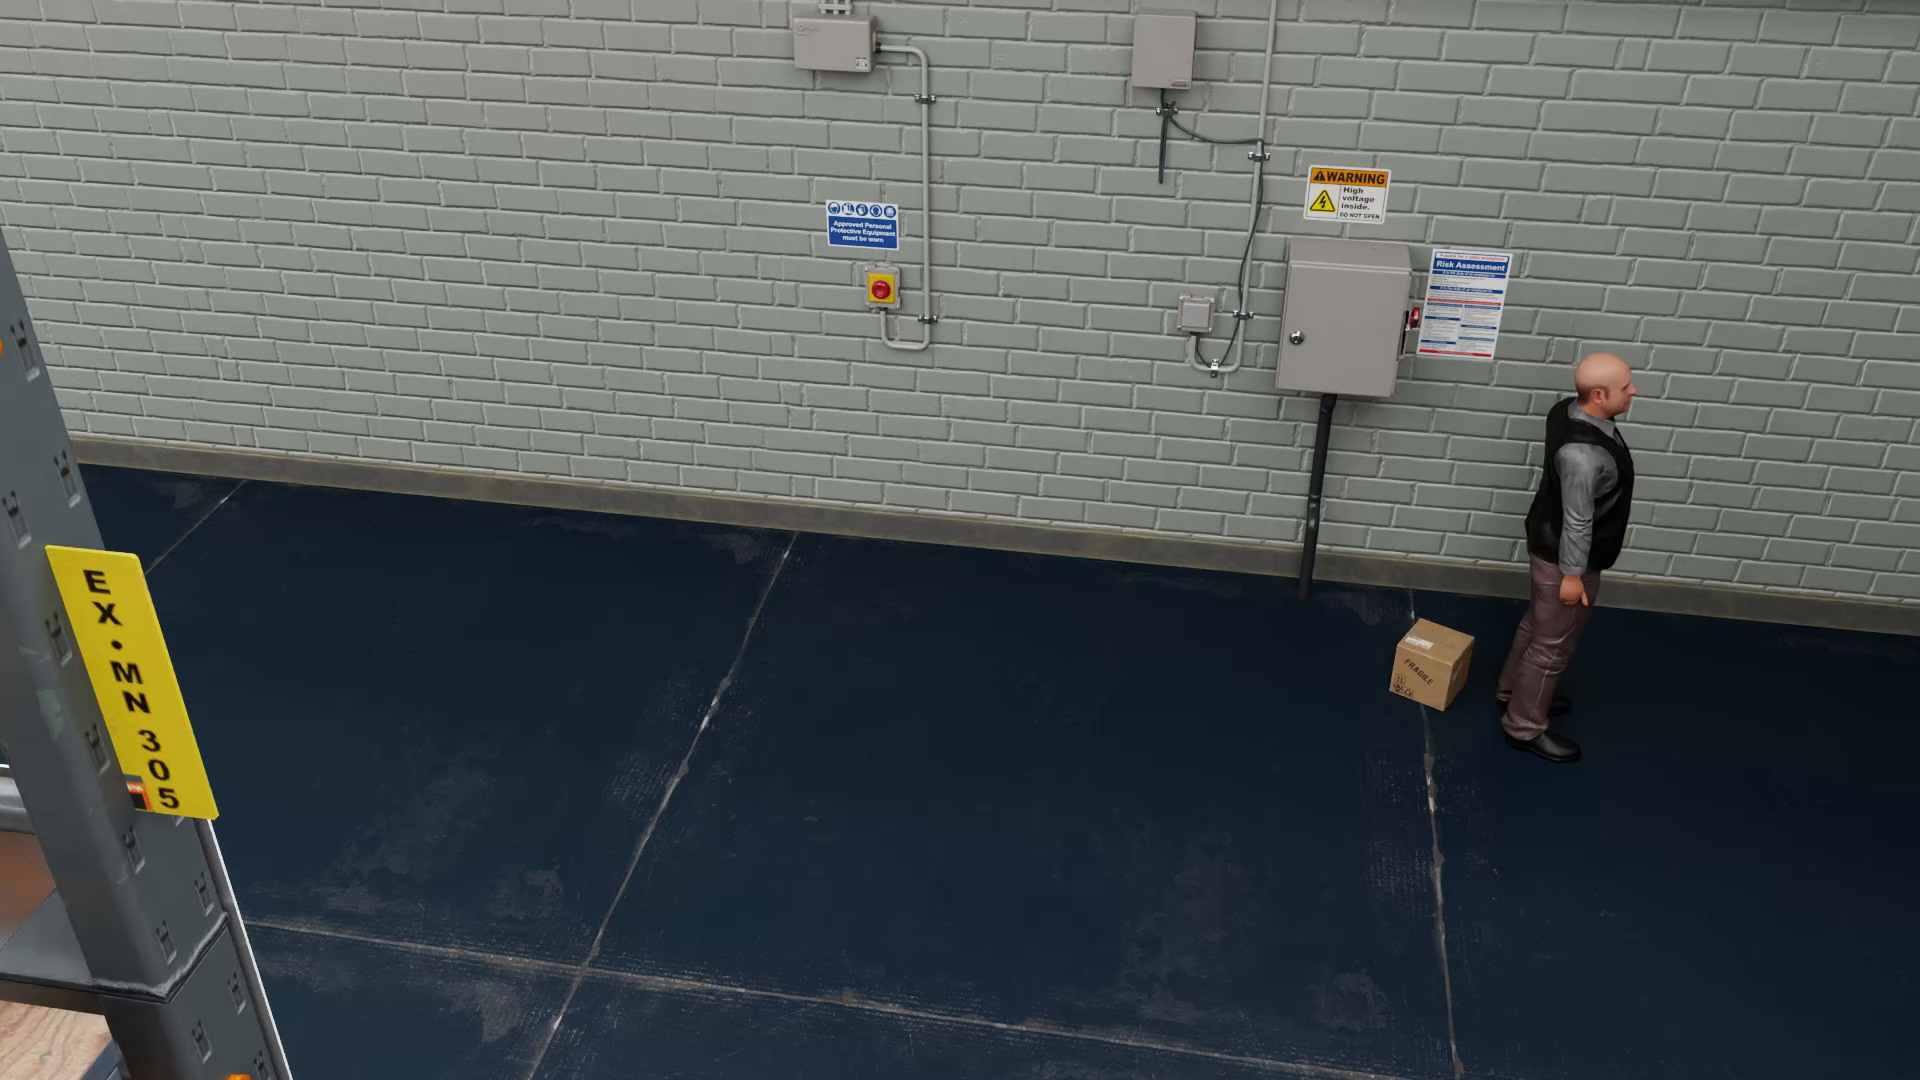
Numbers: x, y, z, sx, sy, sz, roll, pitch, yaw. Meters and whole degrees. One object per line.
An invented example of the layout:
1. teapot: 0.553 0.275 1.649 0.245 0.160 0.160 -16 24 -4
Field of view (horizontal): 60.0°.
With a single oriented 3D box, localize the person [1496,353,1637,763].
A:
1. person: 2.413 0.052 6.576 0.358 1.725 0.530 6 33 10
